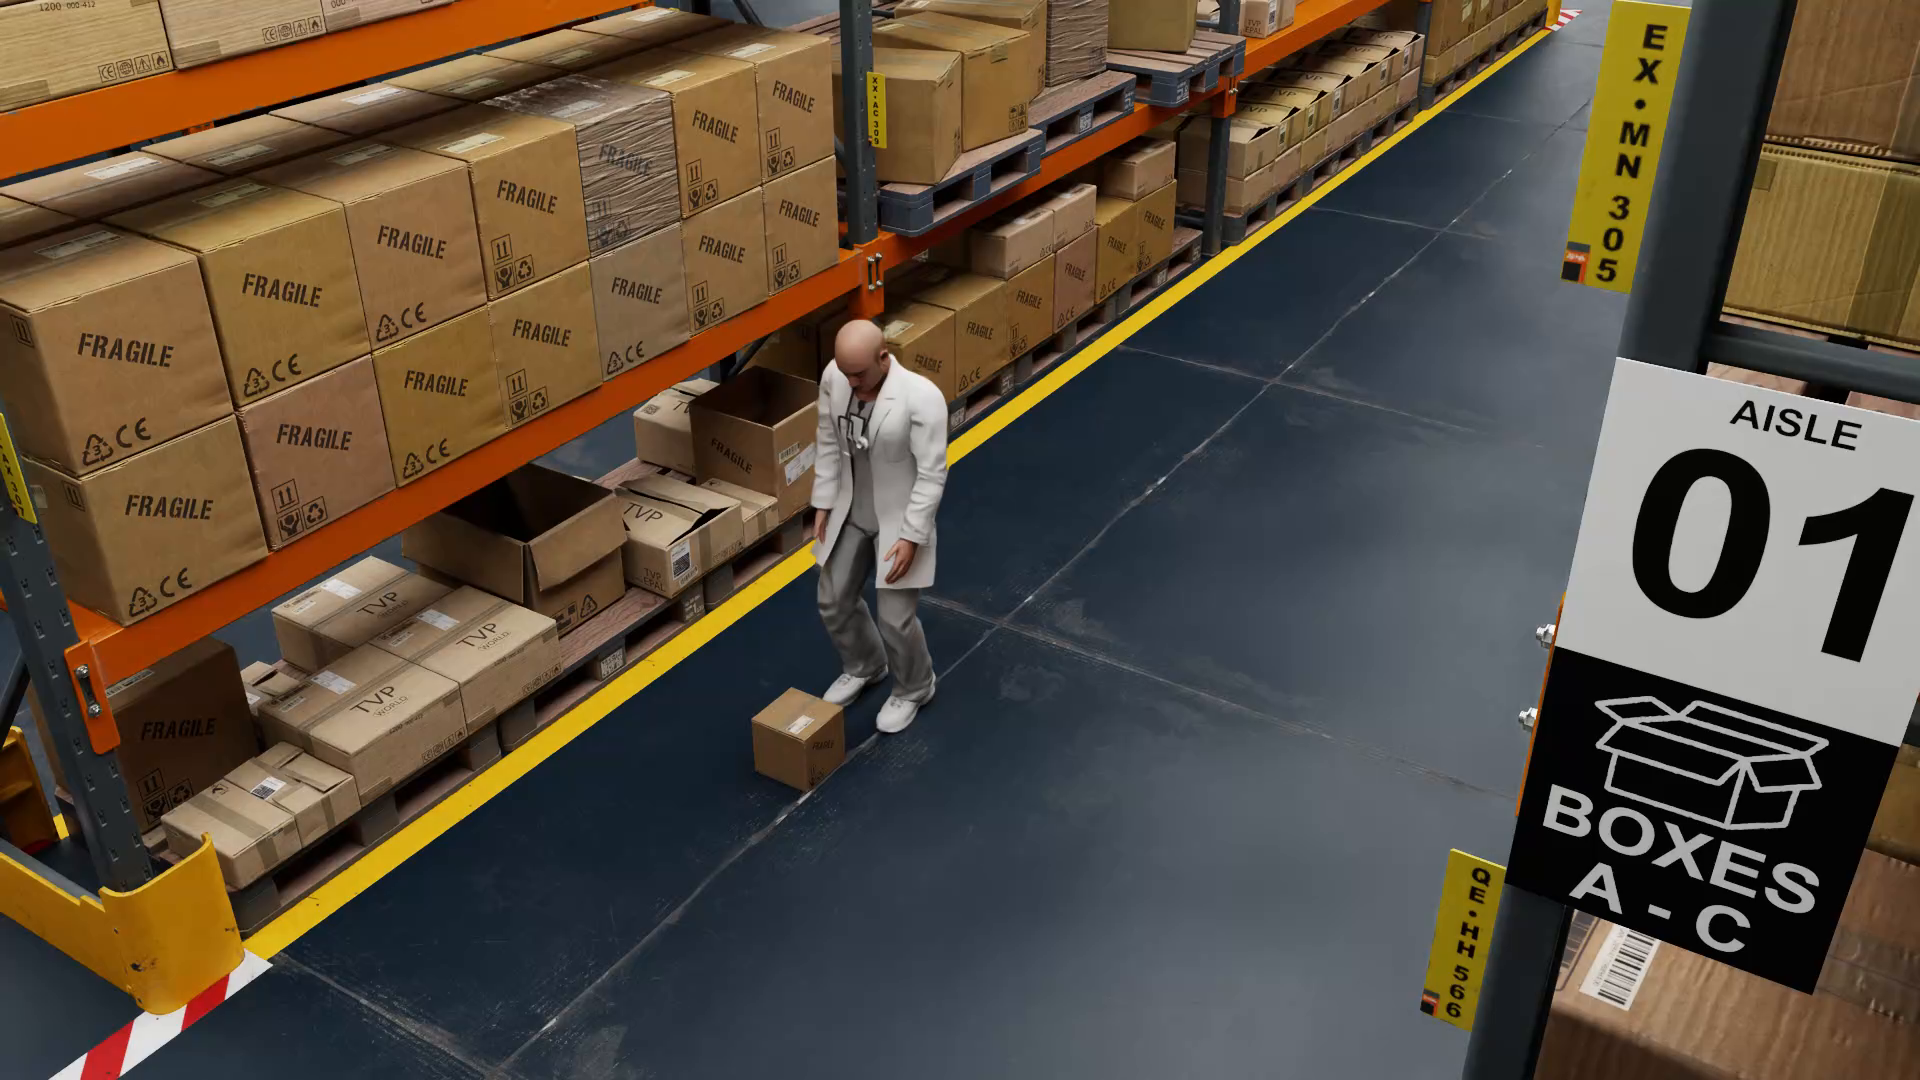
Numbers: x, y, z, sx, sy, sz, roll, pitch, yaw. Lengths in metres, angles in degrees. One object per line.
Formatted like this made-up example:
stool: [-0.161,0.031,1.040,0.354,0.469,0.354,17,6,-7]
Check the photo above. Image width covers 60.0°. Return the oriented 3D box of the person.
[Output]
person: [-0.305,-0.067,6.335,0.595,1.715,0.442,21,36,31]
